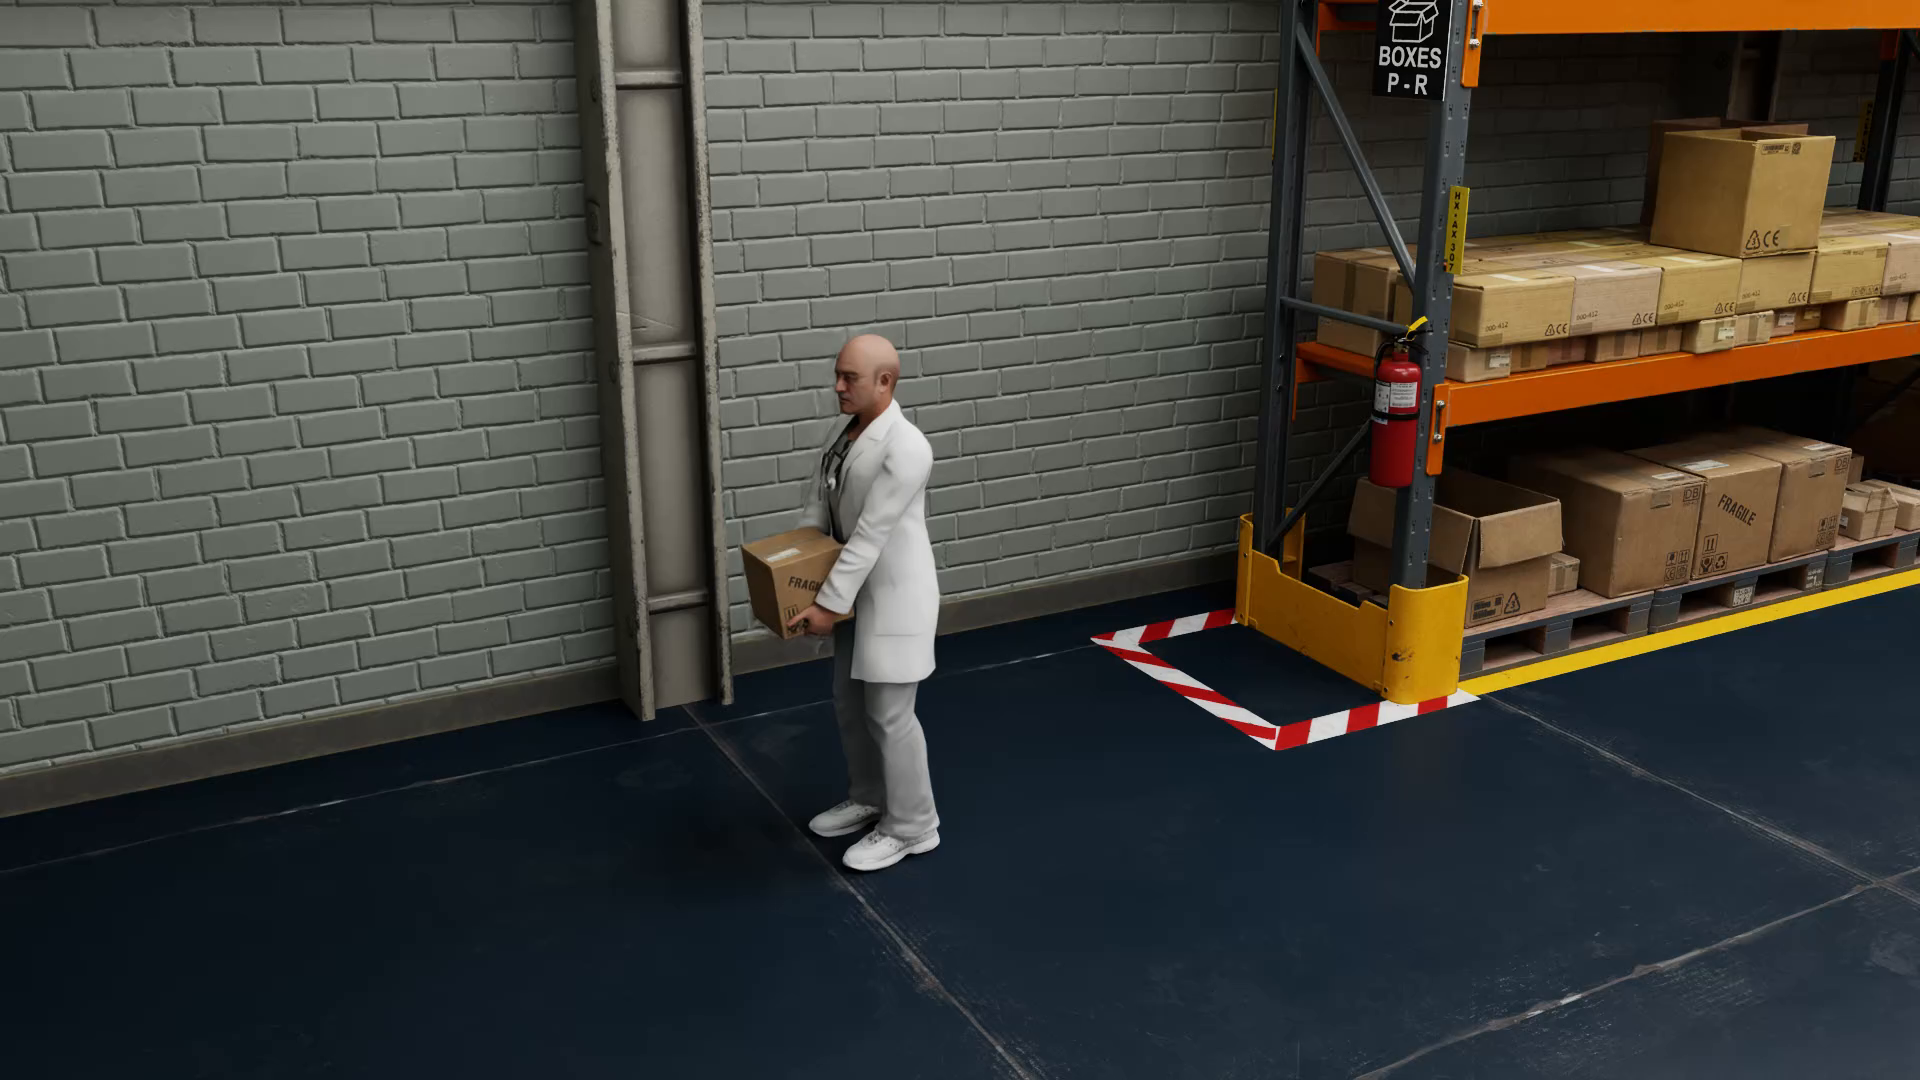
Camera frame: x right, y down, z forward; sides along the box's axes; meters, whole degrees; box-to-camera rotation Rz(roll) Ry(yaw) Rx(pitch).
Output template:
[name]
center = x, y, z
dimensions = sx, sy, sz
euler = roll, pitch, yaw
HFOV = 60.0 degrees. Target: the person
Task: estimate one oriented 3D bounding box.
[person]
center = -0.340, 0.206, 5.447
dimensions = 0.541, 1.779, 0.542
euler = -10, 21, -27
